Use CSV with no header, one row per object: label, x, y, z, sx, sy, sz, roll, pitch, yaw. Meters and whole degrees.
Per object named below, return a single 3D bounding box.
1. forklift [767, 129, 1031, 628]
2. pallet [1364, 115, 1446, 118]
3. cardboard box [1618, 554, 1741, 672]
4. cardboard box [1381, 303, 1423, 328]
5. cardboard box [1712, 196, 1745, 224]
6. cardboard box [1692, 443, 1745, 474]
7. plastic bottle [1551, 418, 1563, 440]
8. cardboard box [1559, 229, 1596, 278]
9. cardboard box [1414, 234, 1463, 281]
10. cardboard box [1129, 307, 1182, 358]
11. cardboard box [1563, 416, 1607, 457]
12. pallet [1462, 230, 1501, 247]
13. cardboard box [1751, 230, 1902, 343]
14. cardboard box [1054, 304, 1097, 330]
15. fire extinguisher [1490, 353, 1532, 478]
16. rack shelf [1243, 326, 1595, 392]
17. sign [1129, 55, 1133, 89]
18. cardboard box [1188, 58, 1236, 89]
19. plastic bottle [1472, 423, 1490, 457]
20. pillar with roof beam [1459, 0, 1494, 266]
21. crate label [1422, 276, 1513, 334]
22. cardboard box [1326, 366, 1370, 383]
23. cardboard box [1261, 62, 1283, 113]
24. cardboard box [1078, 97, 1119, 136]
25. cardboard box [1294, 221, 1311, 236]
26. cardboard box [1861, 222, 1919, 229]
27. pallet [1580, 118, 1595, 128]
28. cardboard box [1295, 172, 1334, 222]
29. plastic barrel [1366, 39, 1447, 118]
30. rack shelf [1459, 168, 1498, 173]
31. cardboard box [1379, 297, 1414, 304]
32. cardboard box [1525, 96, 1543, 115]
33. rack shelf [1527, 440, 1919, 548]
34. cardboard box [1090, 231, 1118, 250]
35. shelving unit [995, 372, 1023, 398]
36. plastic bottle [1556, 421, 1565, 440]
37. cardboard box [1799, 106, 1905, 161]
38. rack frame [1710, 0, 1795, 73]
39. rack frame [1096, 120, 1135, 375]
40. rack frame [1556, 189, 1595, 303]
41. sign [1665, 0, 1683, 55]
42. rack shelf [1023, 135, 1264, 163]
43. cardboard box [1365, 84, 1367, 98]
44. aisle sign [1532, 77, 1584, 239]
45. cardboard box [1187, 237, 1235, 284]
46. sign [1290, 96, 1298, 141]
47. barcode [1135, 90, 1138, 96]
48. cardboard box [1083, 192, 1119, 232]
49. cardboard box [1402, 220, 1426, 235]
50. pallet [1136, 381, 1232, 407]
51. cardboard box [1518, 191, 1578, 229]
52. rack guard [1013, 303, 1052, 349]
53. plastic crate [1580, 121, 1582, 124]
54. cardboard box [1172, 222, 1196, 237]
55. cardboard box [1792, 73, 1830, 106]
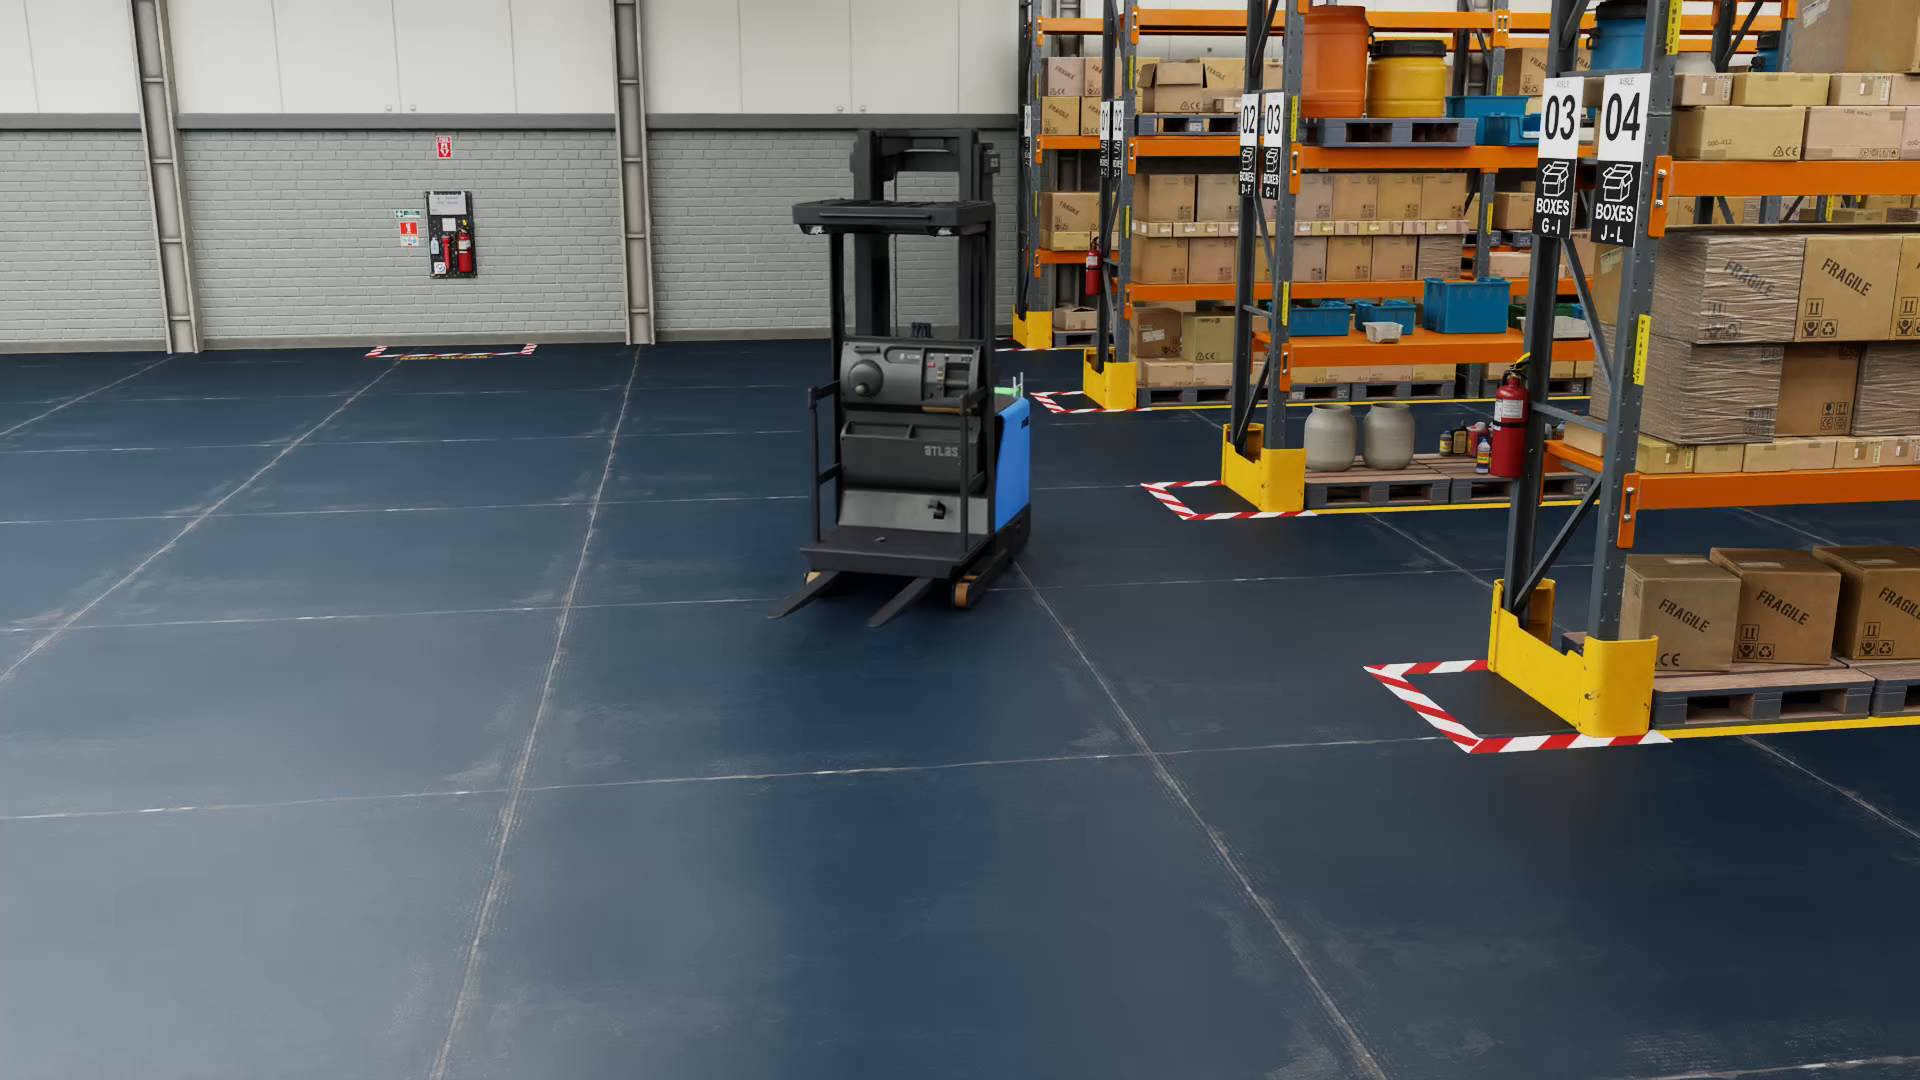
forklift,-0.378,-1.094,10.561,1.130,2.935,3.031,4,15,15
pallet,4.784,-4.513,18.067,1.213,0.211,1.003,-2,14,-8
cardboard box,3.760,0.380,8.817,0.500,0.500,0.500,1,14,2
cardboard box,5.118,-2.431,18.995,0.500,0.500,0.500,-2,14,-8
cardboard box,10.880,-4.688,23.892,0.500,0.500,0.500,-2,14,-7
cardboard box,3.708,-0.446,8.350,0.250,0.149,0.380,-2,14,-8
plastic bottle,5.142,-0.910,14.365,0.133,0.283,0.061,-1,14,-6
cardboard box,6.906,-3.230,18.729,0.500,0.500,0.500,-1,14,-4
cardboard box,5.186,-3.169,18.487,0.500,0.500,0.700,-2,14,-10
cardboard box,2.154,-2.318,18.547,0.500,0.500,0.500,-2,14,-8
cardboard box,3.391,-0.549,8.759,0.250,0.149,0.380,-2,14,-8
pallet,6.886,-4.300,23.596,1.213,0.211,1.003,-2,14,-8
cardboard box,4.220,-1.259,8.203,0.500,0.500,0.500,-2,14,-8
cardboard box,1.624,-3.097,23.029,0.500,0.311,0.500,-4,15,-15
fire extinguisher,2.959,-0.680,8.924,0.183,0.674,0.296,-2,14,-8
rack shelf,4.380,-1.525,13.617,4.000,0.370,1.077,-2,14,-8
sign,1.745,-4.777,16.978,0.005,0.325,0.100,-2,14,-8
cardboard box,3.372,-6.201,22.312,0.500,0.500,0.500,-3,14,-10
plastic bottle,4.423,-0.847,14.111,0.133,0.283,0.061,-2,14,-8
pillar with roof beam,8.064,-6.510,19.681,0.400,9.000,9.100,-2,14,-8
crate label,4.182,-1.951,13.761,0.616,0.435,0.502,-2,14,-8
cardboard box,4.210,-1.902,18.427,0.500,0.250,0.500,-2,14,-8
cardboard box,3.351,-4.763,17.524,0.500,0.500,0.500,-2,14,-8
cardboard box,1.831,-5.661,22.215,0.500,0.500,0.500,-1,14,-5
cardboard box,3.608,-3.374,17.972,0.250,0.149,0.380,-2,14,-8
cardboard box,5.131,-1.421,8.848,0.500,0.500,0.500,-2,14,-8
pallet,5.659,-3.260,13.278,1.003,0.211,1.213,-2,14,-8
cardboard box,3.697,-3.744,18.112,0.500,0.500,0.700,-2,14,-8
plastic barrel,3.511,-3.624,13.088,0.600,0.588,0.600,0,14,0
rack shelf,7.601,-4.317,18.581,4.000,0.370,1.077,-2,14,-8
cardboard box,6.111,-3.392,23.816,0.500,0.500,0.700,-2,14,-9
cardboard box,6.234,-4.744,18.252,0.500,0.250,0.500,-1,14,-2
rack shelf,5.118,-0.334,8.866,4.000,0.370,1.077,-2,14,-8
cardboard box,1.968,-4.085,22.613,0.500,0.250,0.500,-3,14,-10
shelving unit,0.187,-0.636,12.293,0.503,1.200,0.258,4,15,15
plastic bottle,5.171,-0.886,14.293,0.097,0.271,0.097,0,14,0
cardboard box,4.164,-1.968,8.045,0.500,0.250,0.500,-2,14,-10
rack frame,6.358,-4.857,13.088,0.127,3.000,1.000,-2,14,-8
rack frame,1.668,-2.993,17.992,0.127,3.000,1.000,-2,14,-8
rack frame,8.837,-4.475,23.898,0.127,3.000,1.000,-2,14,-8
sign,3.221,-2.359,7.498,0.005,0.325,0.100,-2,14,-8
rack shelf,2.904,-5.363,22.754,4.000,0.370,1.077,-2,14,-8
cardboard box,4.552,-4.847,18.250,0.500,0.311,0.500,-3,14,-11
aisle sign,3.034,-1.941,8.452,0.004,0.787,0.394,-2,14,-8
cardboard box,2.650,-3.076,18.115,0.500,0.500,0.700,-2,14,-7
sign,2.480,-3.129,12.346,0.005,0.325,0.100,-2,14,-8
barcode,1.895,-4.857,18.062,0.075,0.075,0.001,-2,14,-8
cardboard box,1.934,-4.446,22.509,0.500,0.500,0.500,-2,14,-8
cardboard box,4.883,-3.422,18.160,0.250,0.149,0.380,-3,14,-10
pallet,2.418,-1.679,18.481,1.213,0.211,1.003,-2,14,-8
cardboard box,8.374,-4.717,23.755,0.500,0.500,0.700,-4,15,-15
rack guard,1.002,-2.975,23.057,0.348,0.500,1.175,-2,14,-8
plastic crate,4.757,-3.307,13.512,0.450,0.188,0.336,-2,14,-8
cardboard box,2.349,-3.329,17.791,0.250,0.149,0.380,-2,14,-10
cardboard box,3.949,-2.165,8.012,0.250,0.149,0.380,-2,14,-9
